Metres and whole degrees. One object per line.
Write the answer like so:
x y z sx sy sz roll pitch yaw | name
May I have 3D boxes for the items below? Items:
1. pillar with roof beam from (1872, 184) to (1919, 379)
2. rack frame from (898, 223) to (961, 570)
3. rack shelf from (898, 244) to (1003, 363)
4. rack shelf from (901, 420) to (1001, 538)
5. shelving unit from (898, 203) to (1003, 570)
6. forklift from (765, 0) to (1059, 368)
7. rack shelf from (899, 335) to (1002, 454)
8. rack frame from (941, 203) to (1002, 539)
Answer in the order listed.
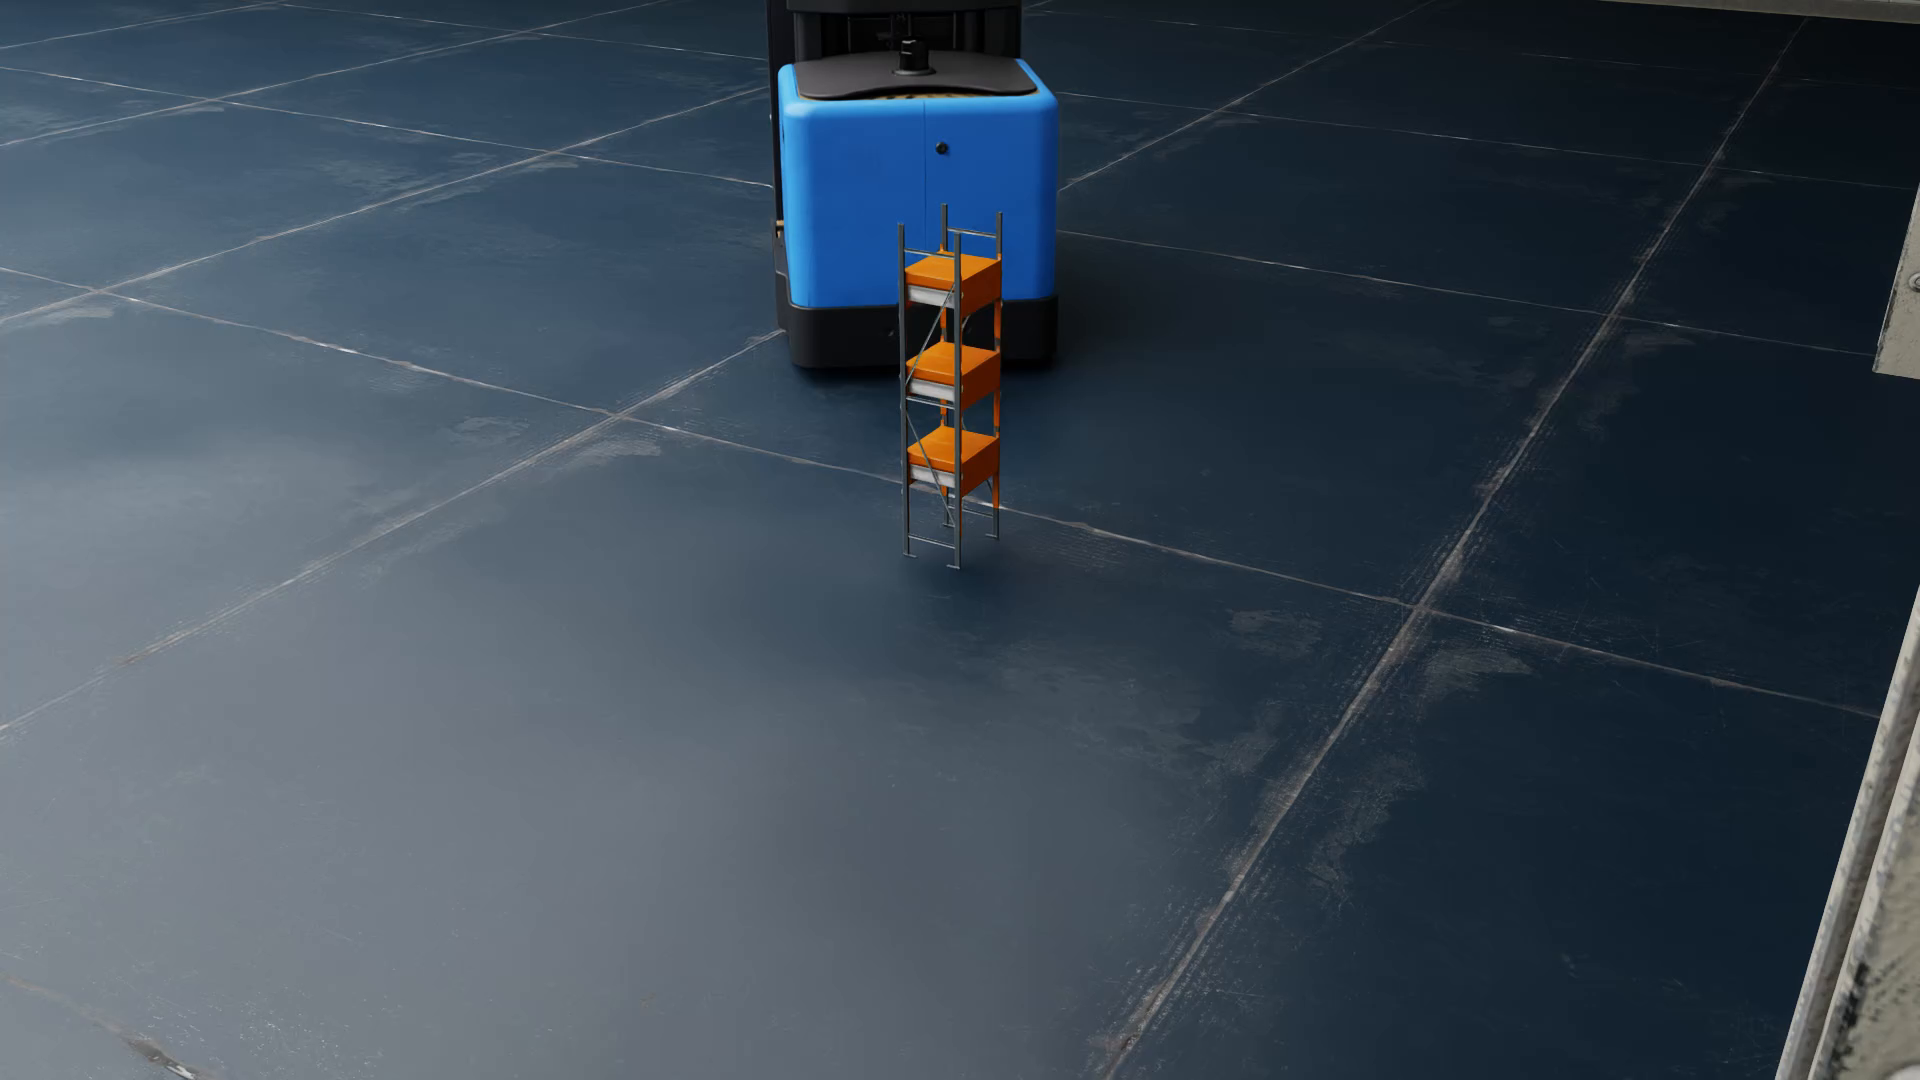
0.094 -5.682 6.547 9.100 9.000 0.400 14 30 26 | pillar with roof beam
-0.086 -0.401 4.878 0.200 1.050 0.008 14 30 26 | rack frame
-0.026 -0.693 4.851 0.215 0.259 0.240 14 30 26 | rack shelf
-0.026 -0.191 5.102 0.215 0.259 0.240 14 30 26 | rack shelf
-0.026 -0.449 4.973 0.215 1.050 0.252 14 30 26 | shelving unit
-0.313 -2.604 7.177 1.130 2.935 3.031 -3 27 -6 | forklift
-0.026 -0.439 4.978 0.215 0.259 0.240 14 30 26 | rack shelf
0.034 -0.496 5.068 0.200 1.050 0.008 14 30 26 | rack frame
